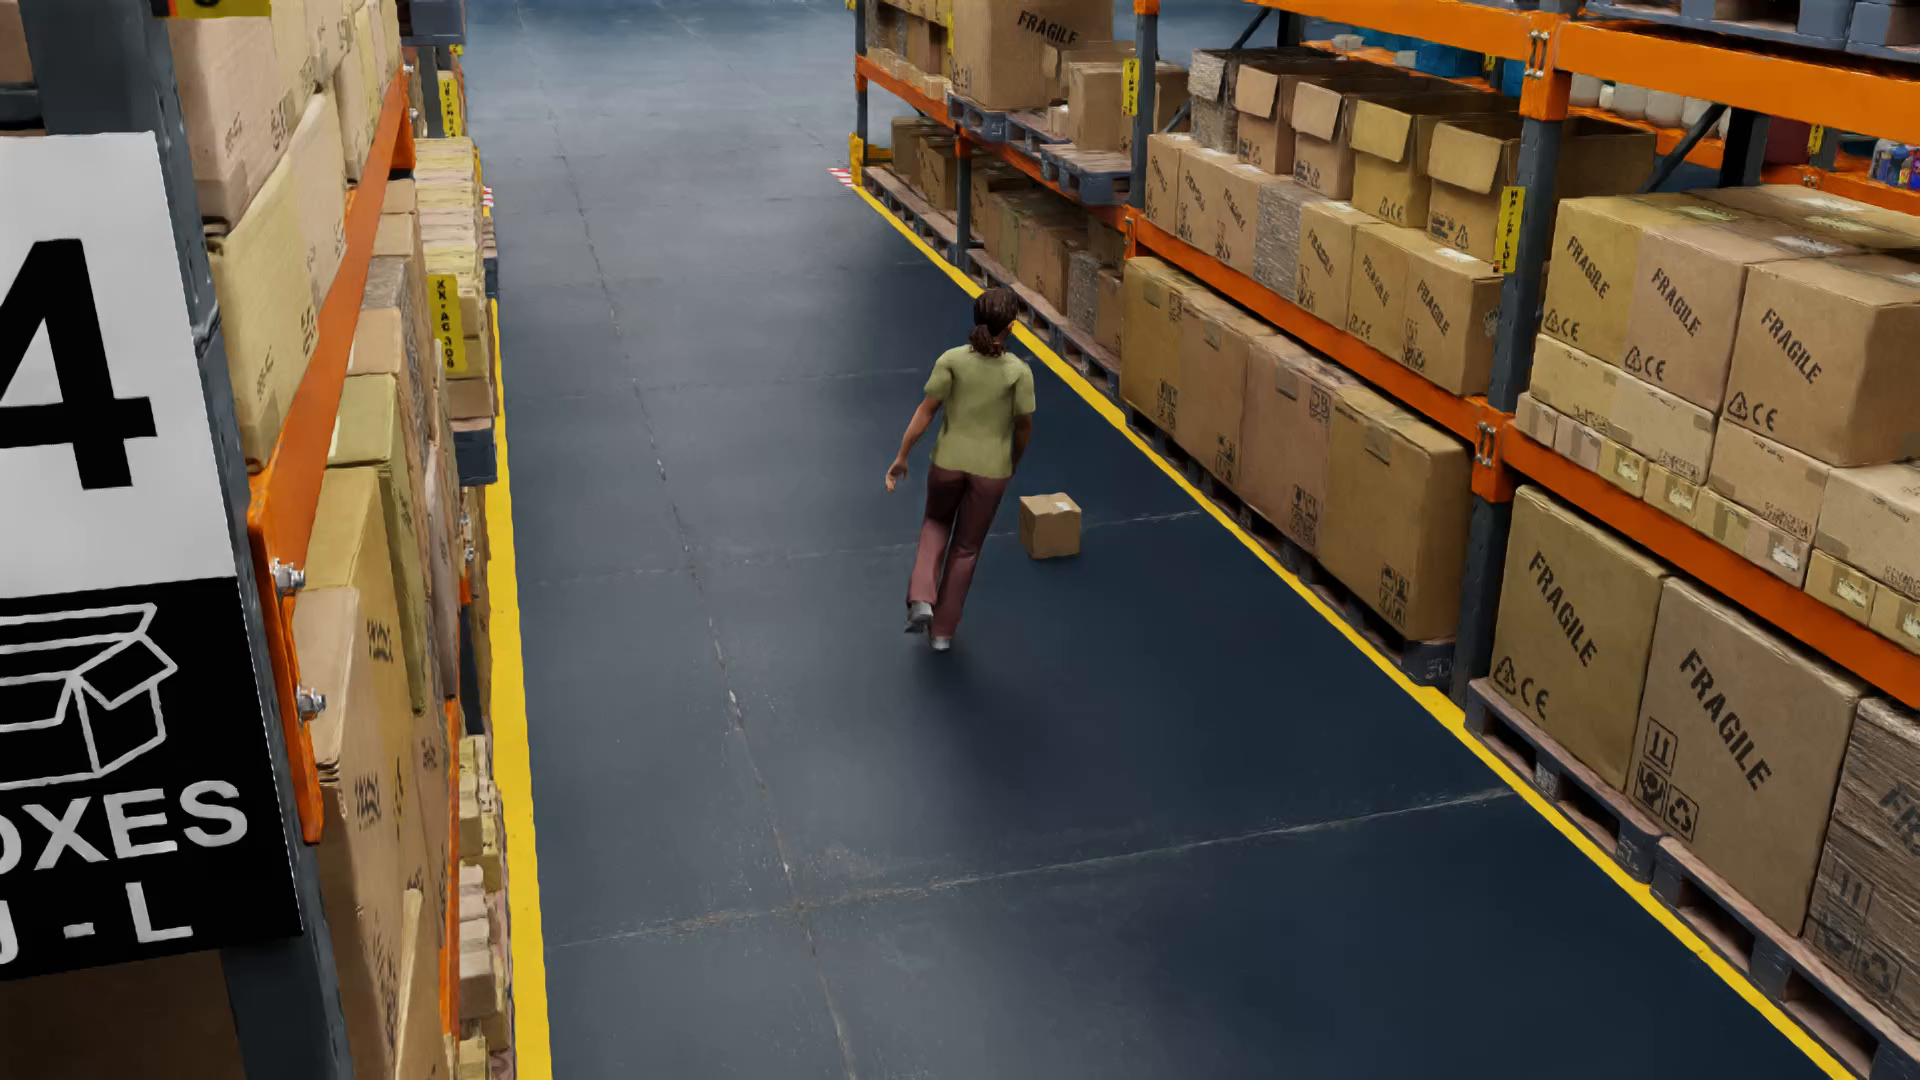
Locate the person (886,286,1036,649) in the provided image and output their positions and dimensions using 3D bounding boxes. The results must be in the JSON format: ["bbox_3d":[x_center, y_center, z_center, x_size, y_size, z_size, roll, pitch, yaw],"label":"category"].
[{"bbox_3d":[0.010,-0.298,7.259,0.638,1.649,0.457,4,23,8],"label":"person"}]
